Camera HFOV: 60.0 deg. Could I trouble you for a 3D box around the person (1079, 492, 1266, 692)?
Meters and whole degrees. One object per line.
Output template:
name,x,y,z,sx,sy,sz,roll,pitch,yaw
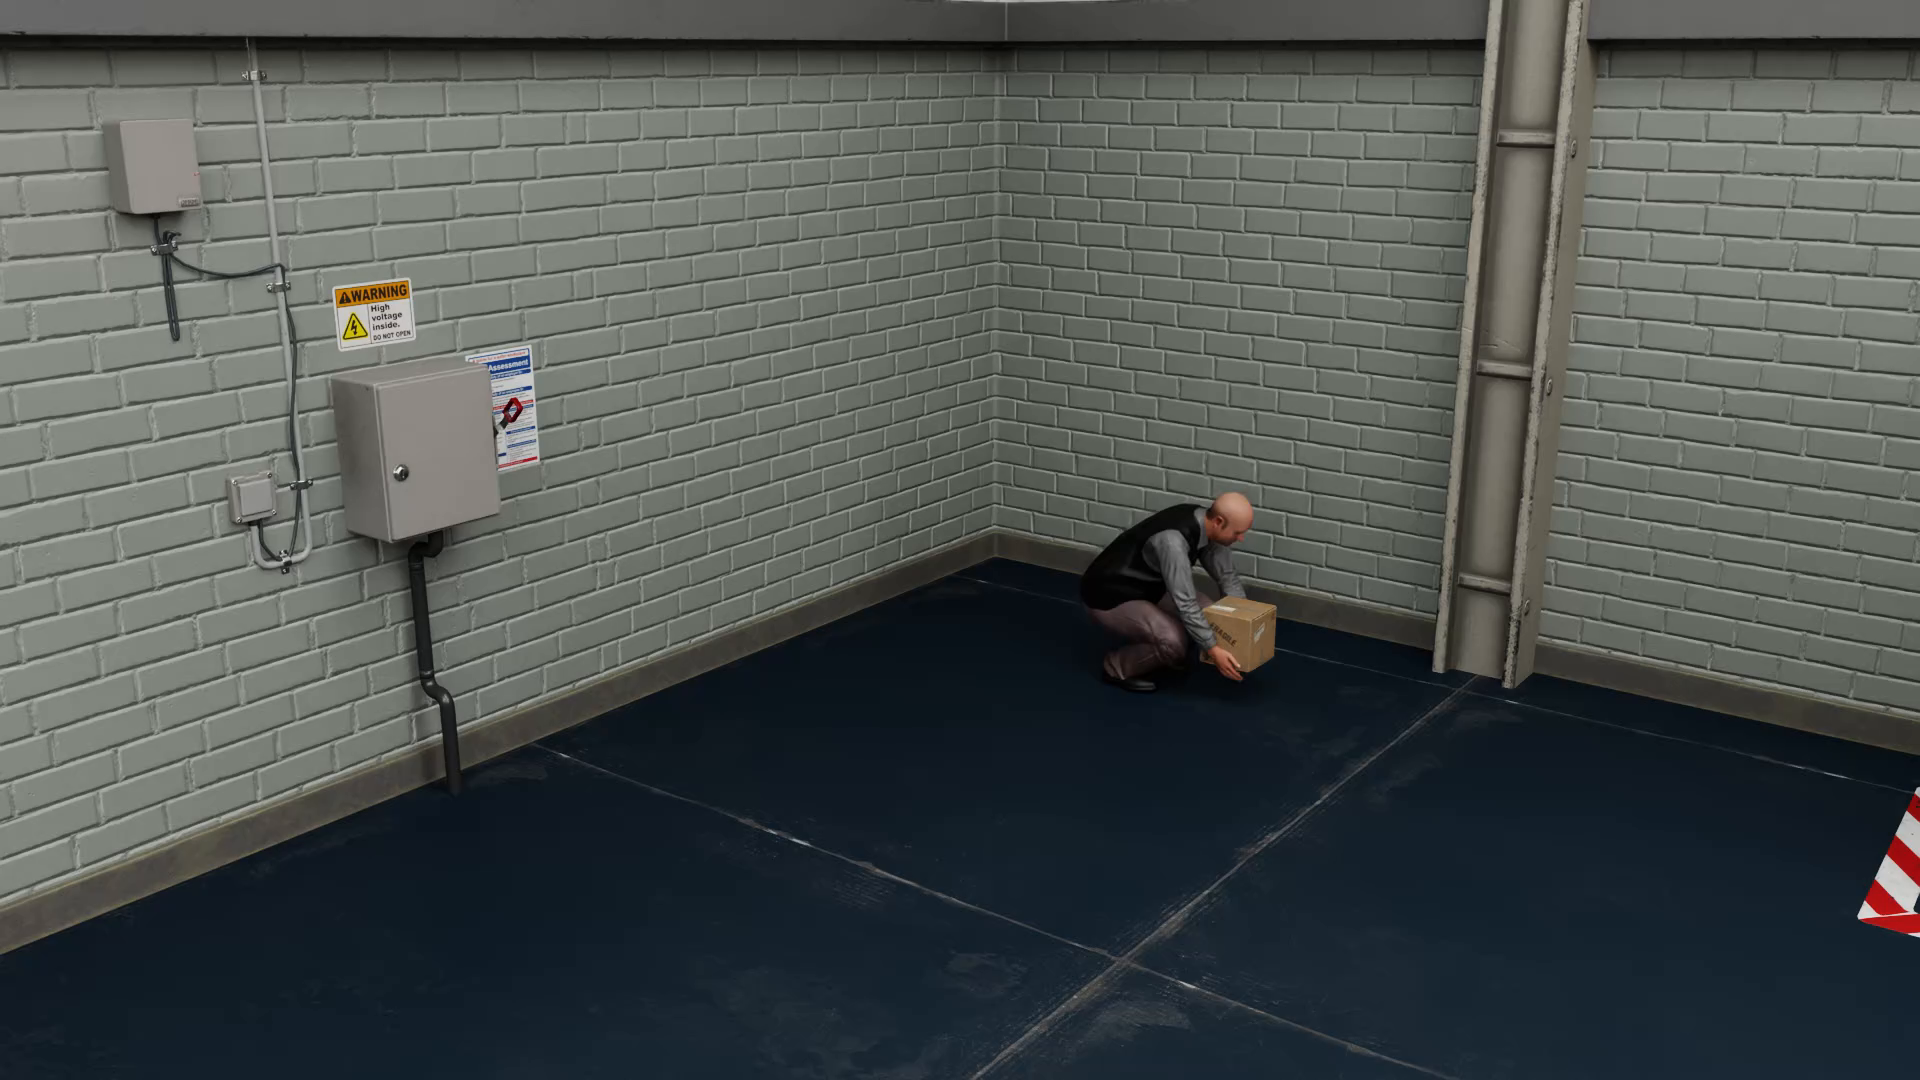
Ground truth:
person,0.993,0.219,7.695,0.869,0.966,0.530,12,20,35
